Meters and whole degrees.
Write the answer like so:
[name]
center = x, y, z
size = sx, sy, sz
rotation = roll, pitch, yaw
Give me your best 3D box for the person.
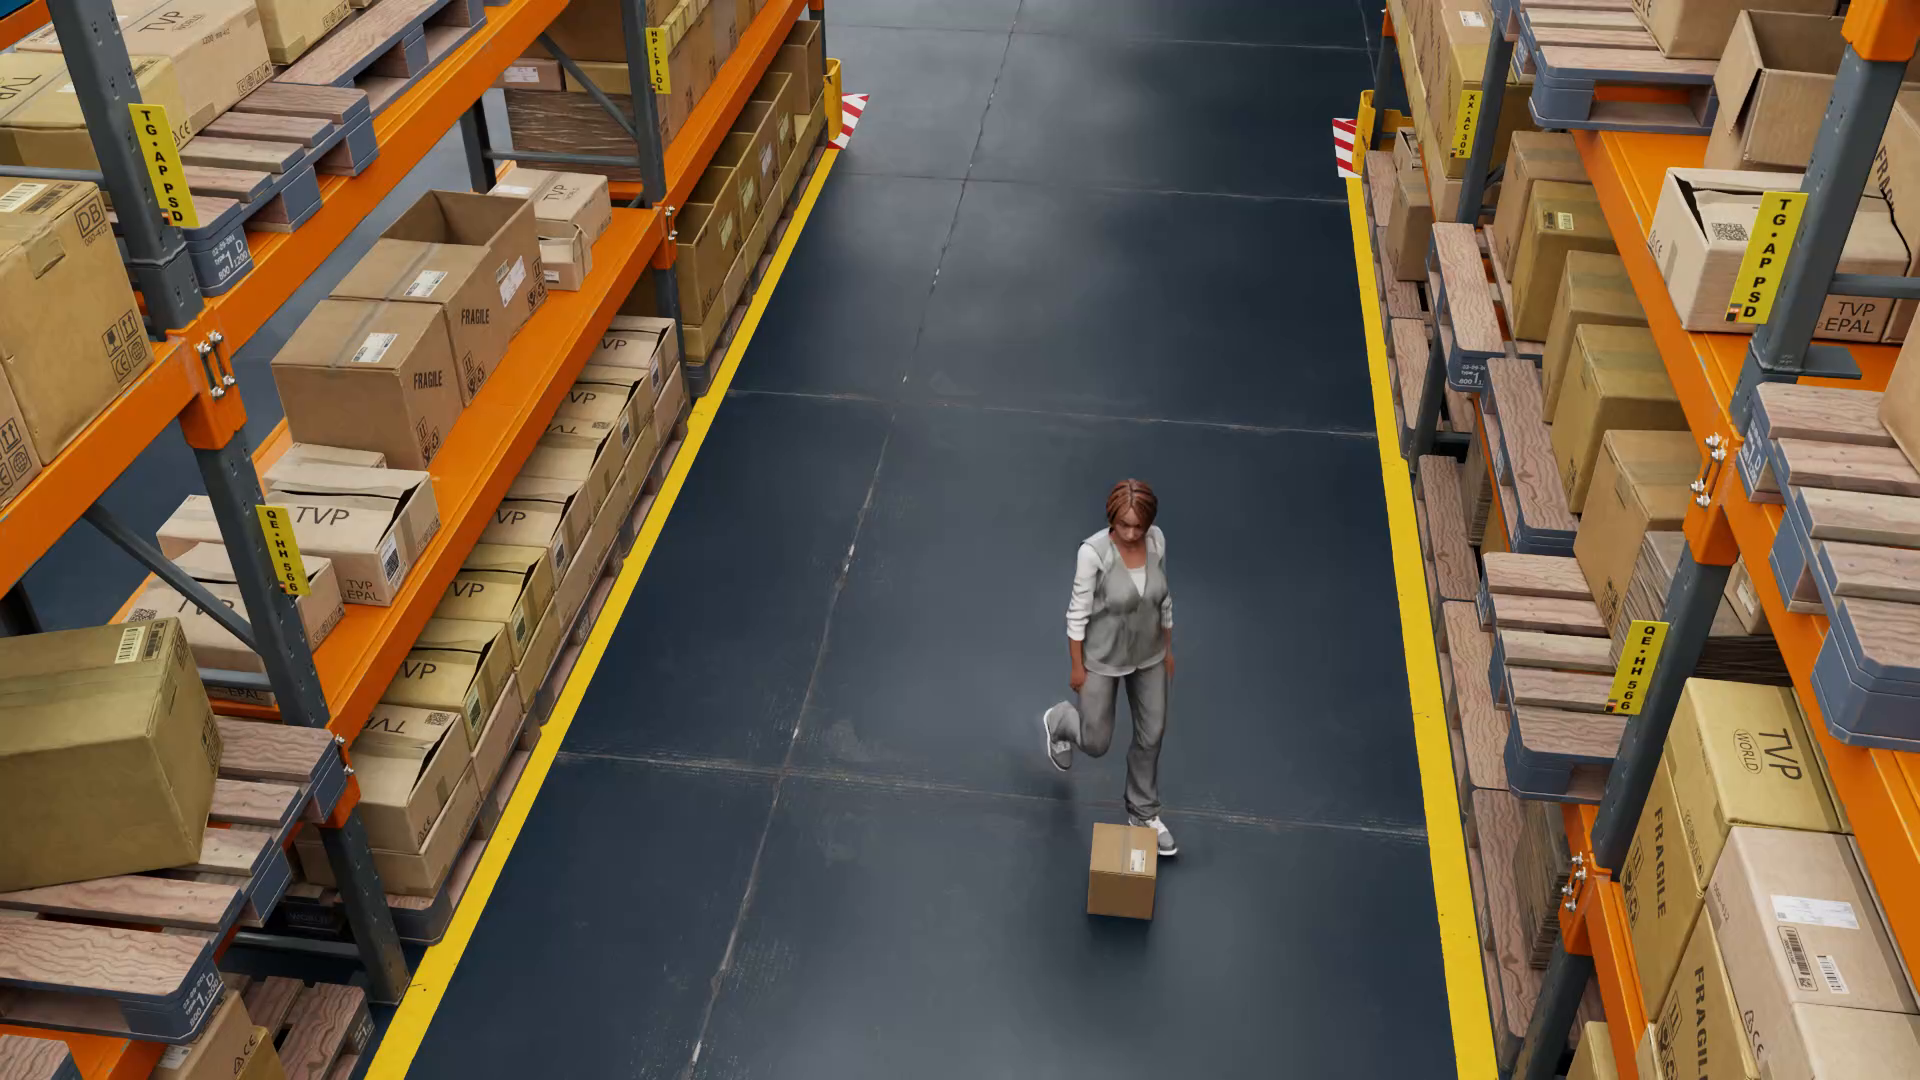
[person]
center = 0.635, 0.465, 6.425
size = 0.440, 1.565, 0.736
rotation = -14, 39, -18
